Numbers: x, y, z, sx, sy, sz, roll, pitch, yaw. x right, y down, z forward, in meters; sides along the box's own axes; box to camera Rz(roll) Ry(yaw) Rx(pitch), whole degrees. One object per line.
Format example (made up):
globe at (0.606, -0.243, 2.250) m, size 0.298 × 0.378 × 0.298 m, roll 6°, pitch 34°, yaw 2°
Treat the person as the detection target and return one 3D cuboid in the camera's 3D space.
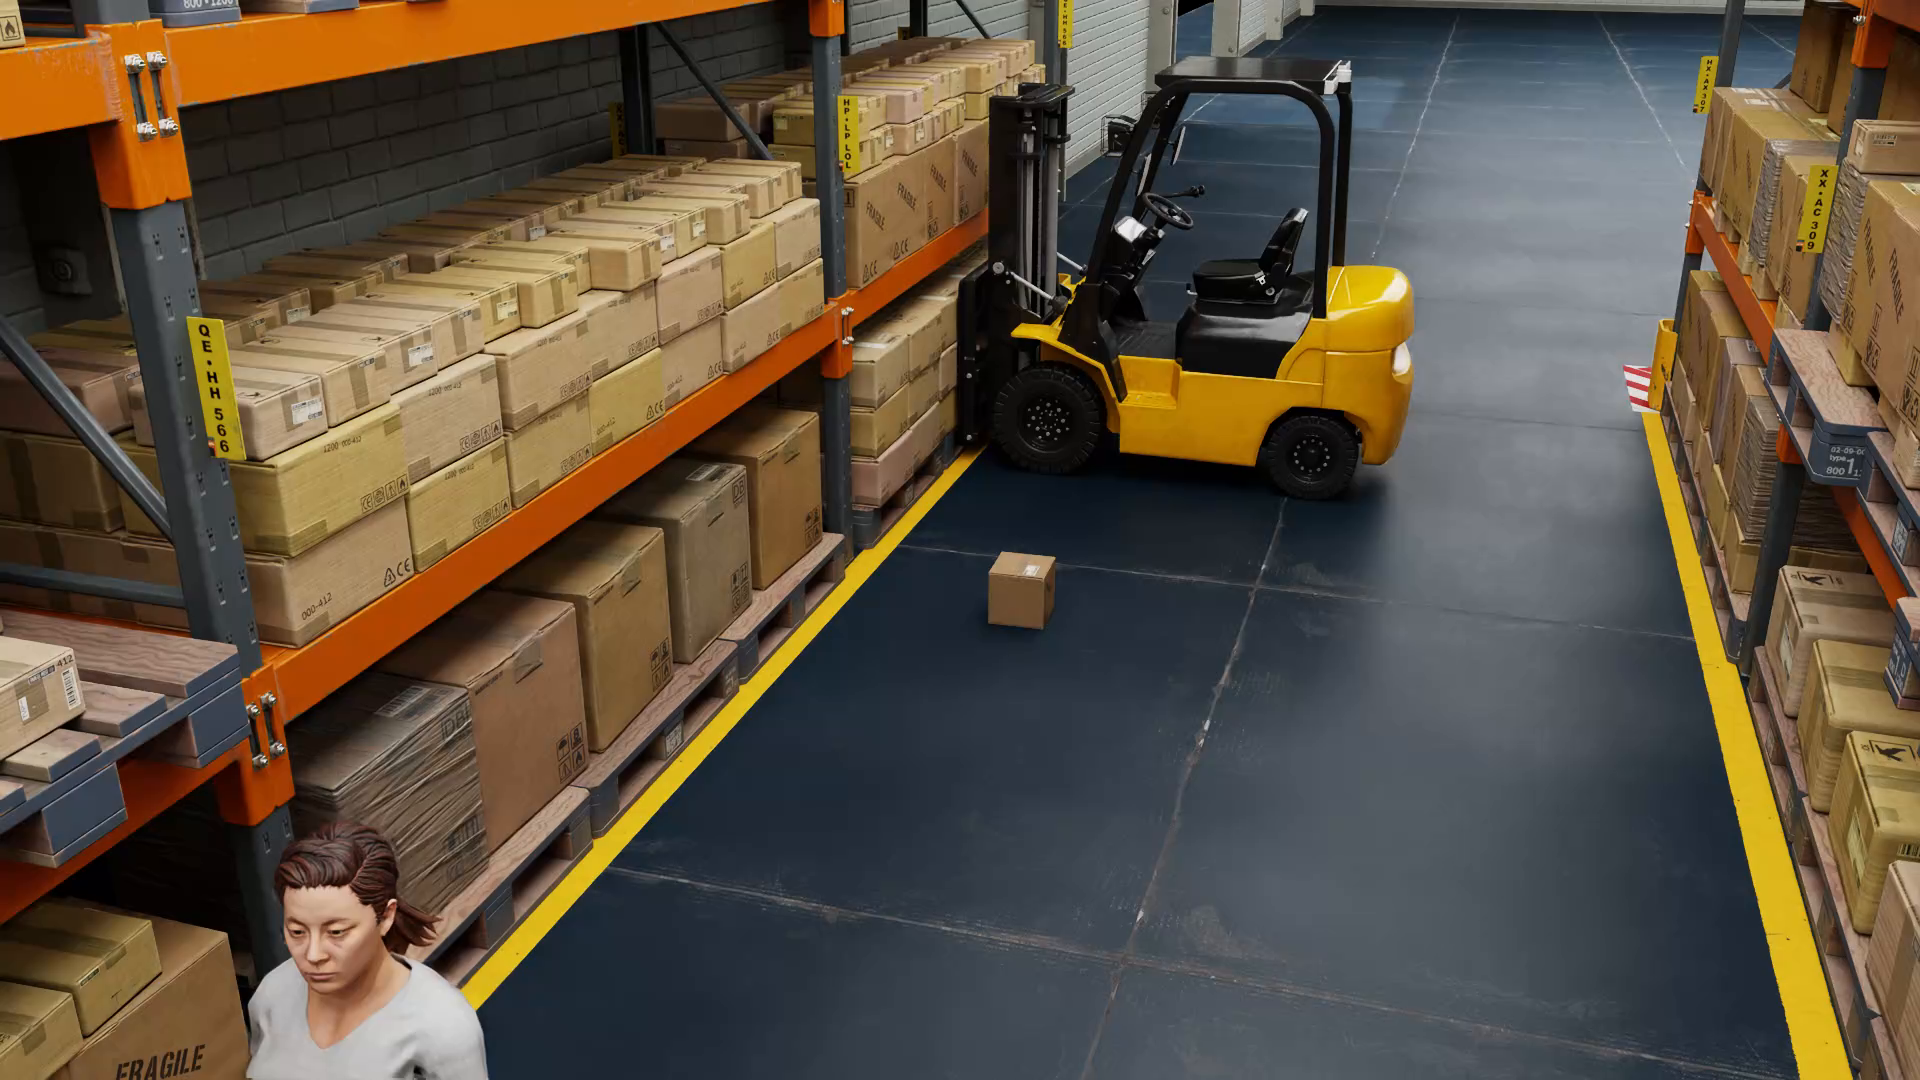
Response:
person at (-1.018, 1.268, 2.902) m, size 0.459 × 1.683 × 0.440 m, roll 6°, pitch 23°, yaw 15°
